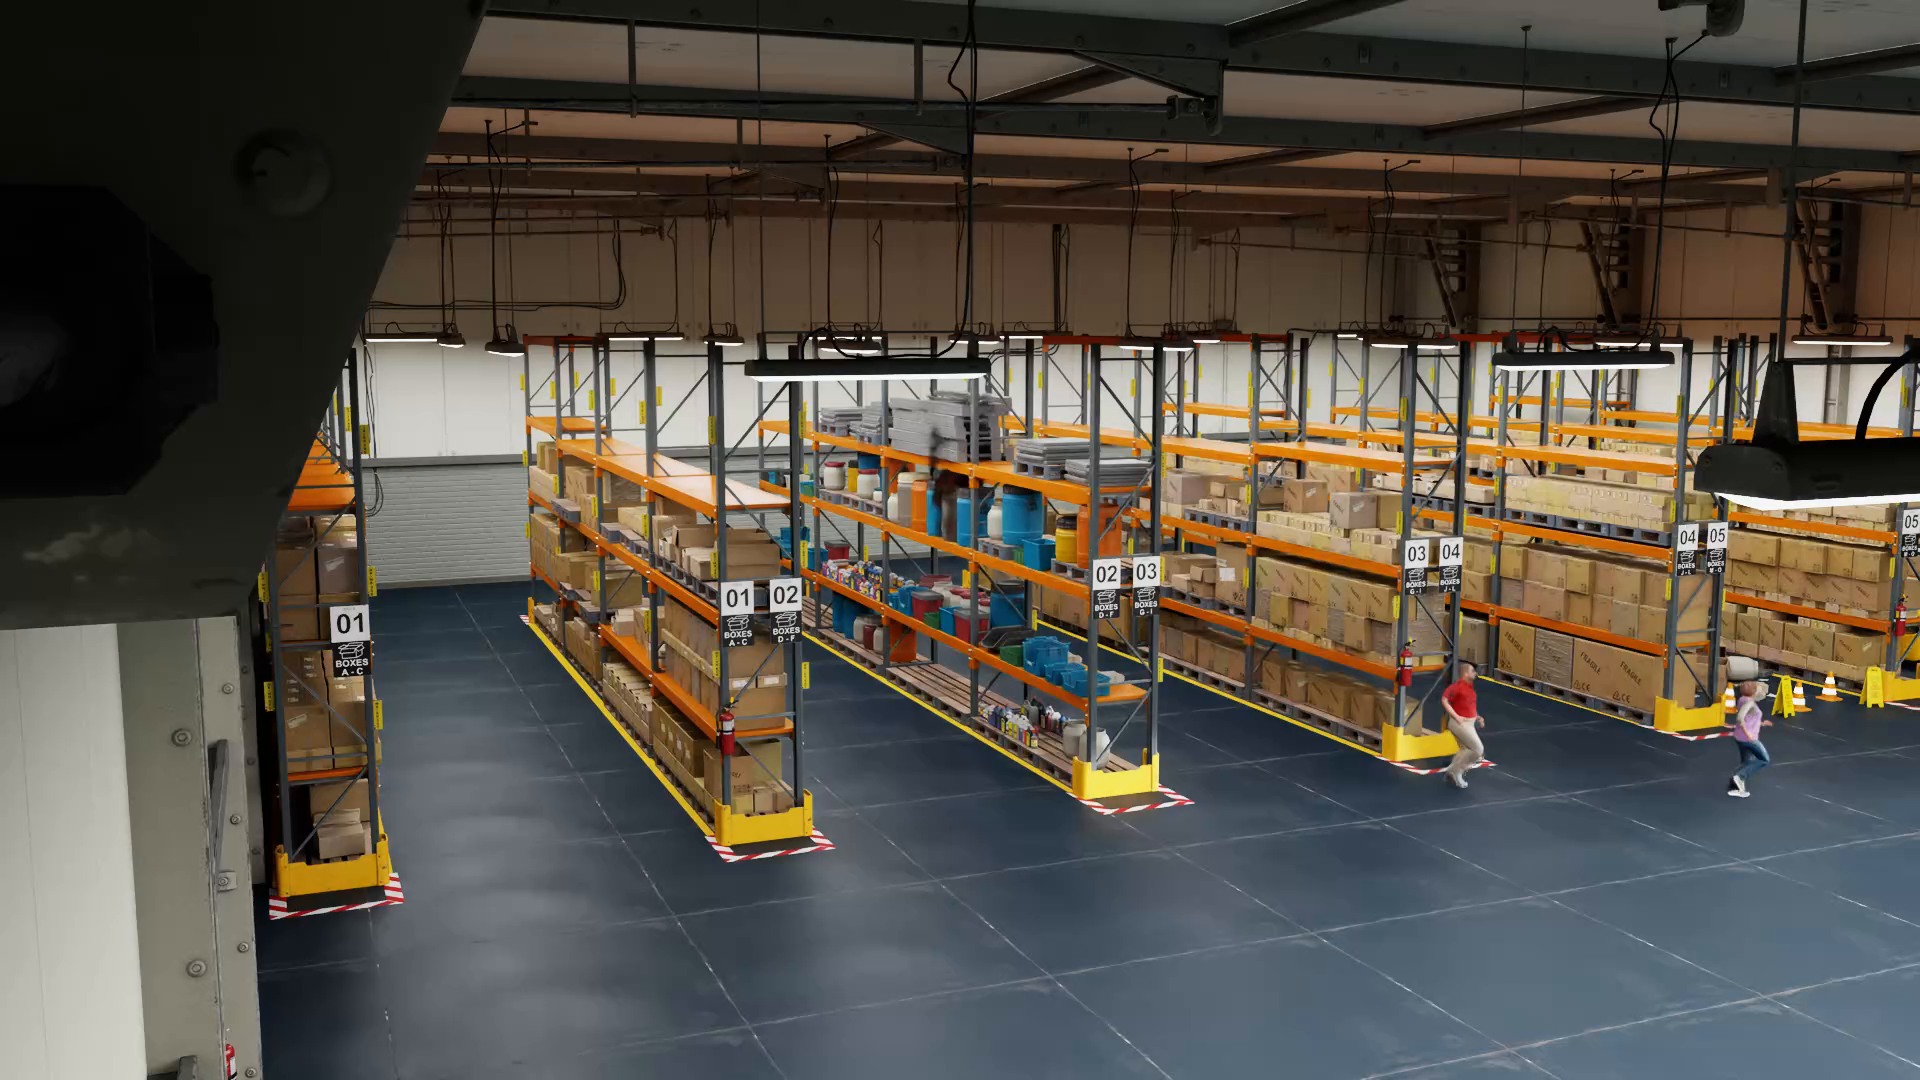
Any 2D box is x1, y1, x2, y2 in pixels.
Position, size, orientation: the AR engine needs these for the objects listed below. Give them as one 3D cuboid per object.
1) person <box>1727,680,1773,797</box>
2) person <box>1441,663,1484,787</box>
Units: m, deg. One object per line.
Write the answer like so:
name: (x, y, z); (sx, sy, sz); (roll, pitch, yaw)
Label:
person: (10.465, 2.634, 22.009); (0.552, 1.562, 0.533); (1, 8, 5)
person: (6.852, 2.514, 22.488); (0.557, 1.688, 0.686); (5, 9, 34)
